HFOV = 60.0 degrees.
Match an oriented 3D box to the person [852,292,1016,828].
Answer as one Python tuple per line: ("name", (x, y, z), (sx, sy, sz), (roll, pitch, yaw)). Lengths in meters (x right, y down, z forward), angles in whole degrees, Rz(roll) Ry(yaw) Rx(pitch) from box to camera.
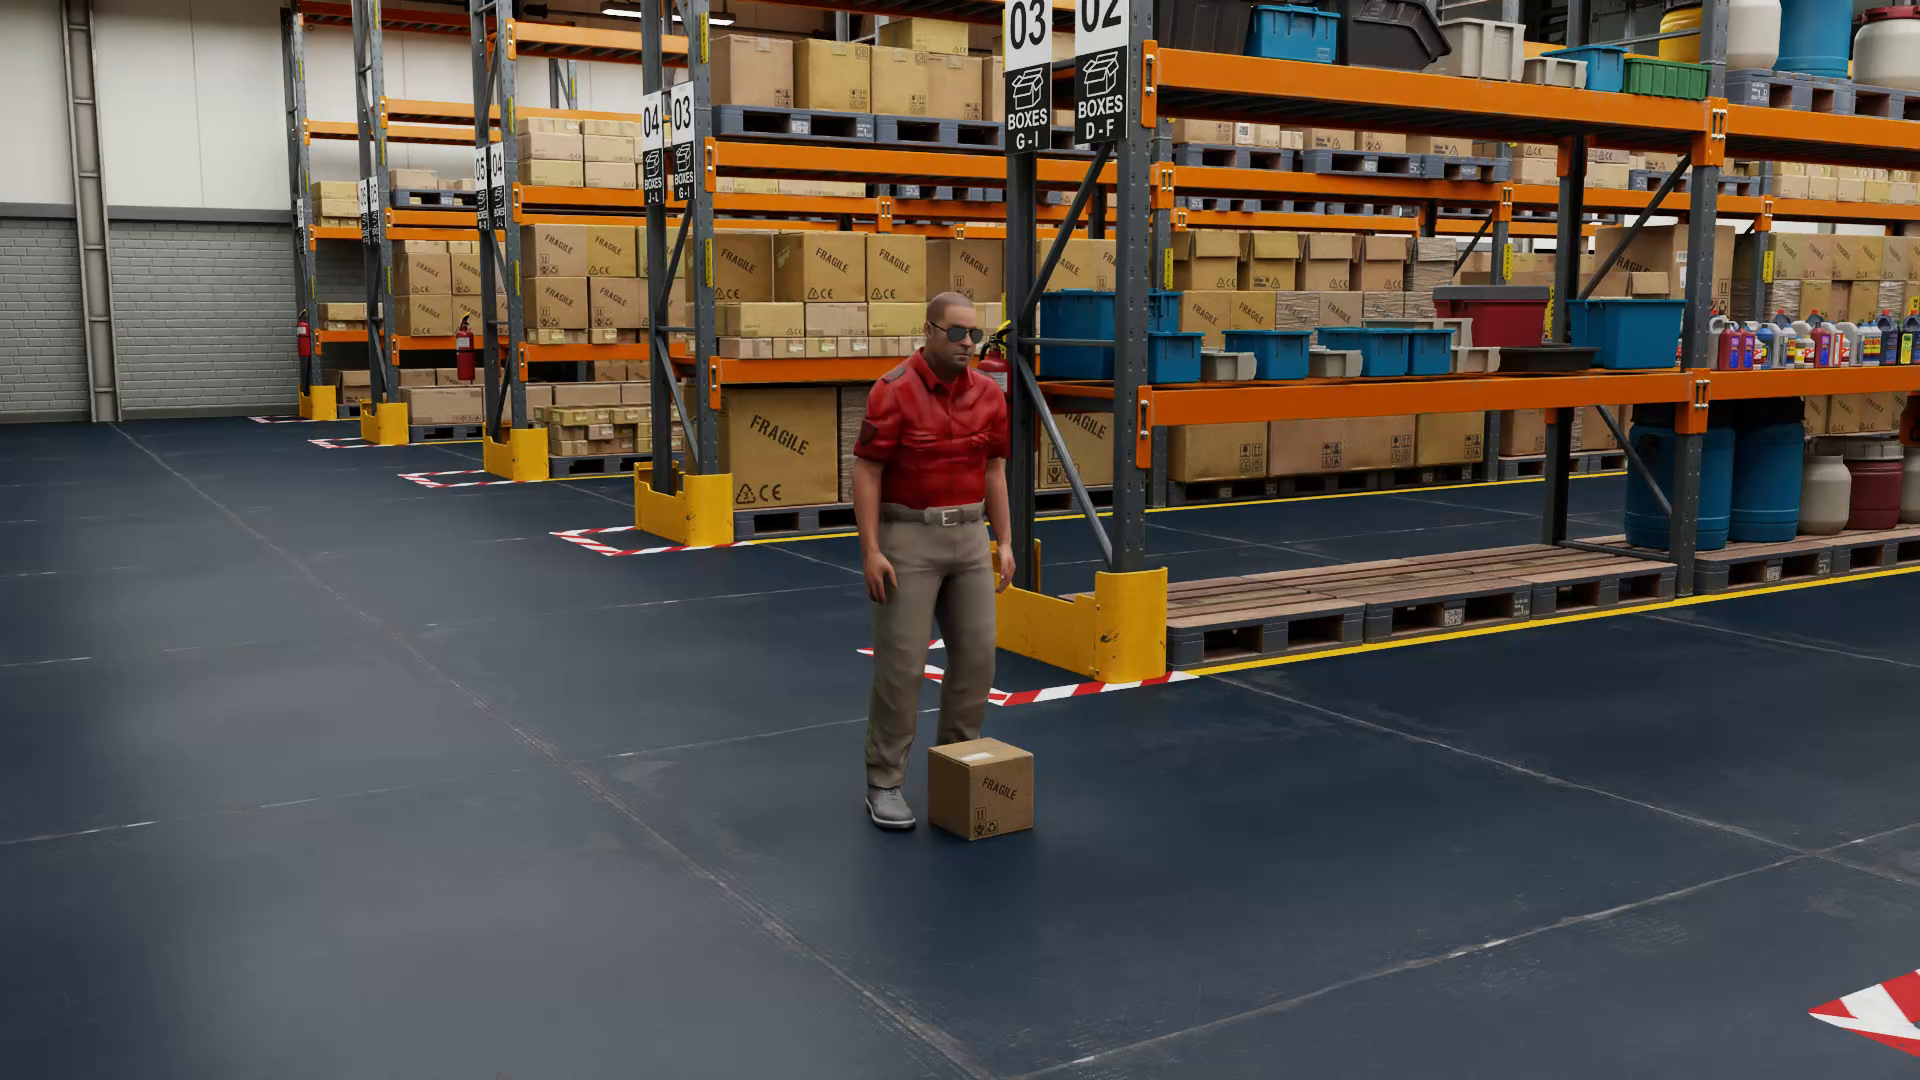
("person", (-0.076, 0.048, 5.531), (0.586, 1.727, 0.390), (-5, 9, -31))
